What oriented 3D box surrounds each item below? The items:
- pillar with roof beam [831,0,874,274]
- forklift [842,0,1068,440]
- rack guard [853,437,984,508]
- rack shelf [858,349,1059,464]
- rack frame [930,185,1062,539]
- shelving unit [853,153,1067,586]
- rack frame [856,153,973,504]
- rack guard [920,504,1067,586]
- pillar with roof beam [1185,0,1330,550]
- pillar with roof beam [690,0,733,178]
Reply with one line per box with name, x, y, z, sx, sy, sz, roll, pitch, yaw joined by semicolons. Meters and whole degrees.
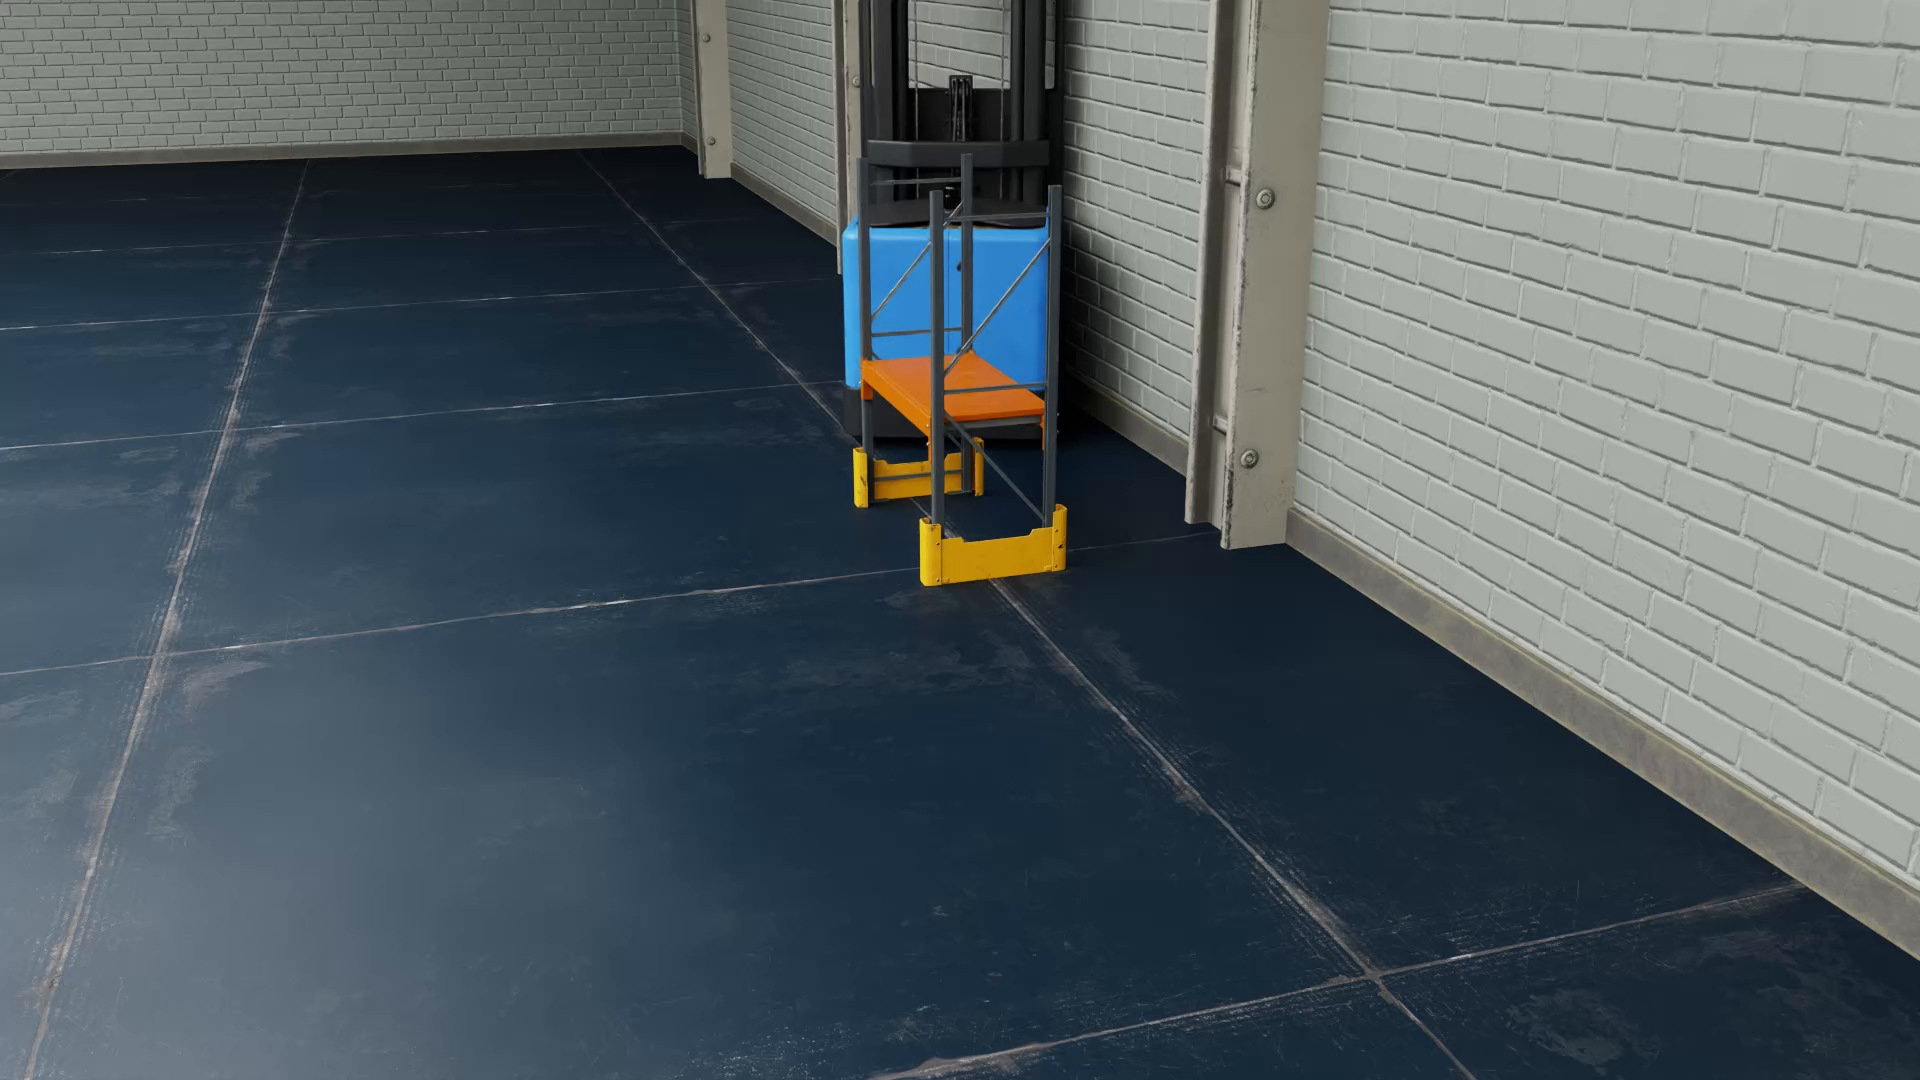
pillar with roof beam;-4.800;-5.743;9.594;9.100;9.000;0.400;-6;21;-17
forklift;0.030;-2.317;9.031;1.130;2.935;3.031;1;20;3
rack guard;-0.180;-0.302;7.387;0.587;0.250;0.087;-6;21;-17
rack shelf;-0.027;-0.564;6.800;0.538;0.185;1.000;-6;21;-17
rack frame;0.133;-0.570;6.285;0.500;1.500;0.032;-6;21;-17
shelving unit;-0.024;-0.730;6.731;0.587;1.500;1.083;-6;21;-17
rack frame;-0.187;-0.896;7.193;0.500;1.500;0.032;-6;21;-17
rack guard;0.133;0.018;6.497;0.587;0.250;0.087;-6;21;-17
pillar with roof beam;-2.914;-3.818;4.234;9.100;9.000;0.400;-6;21;-17
pillar with roof beam;-6.686;-7.669;14.955;9.100;9.000;0.400;-6;21;-17
